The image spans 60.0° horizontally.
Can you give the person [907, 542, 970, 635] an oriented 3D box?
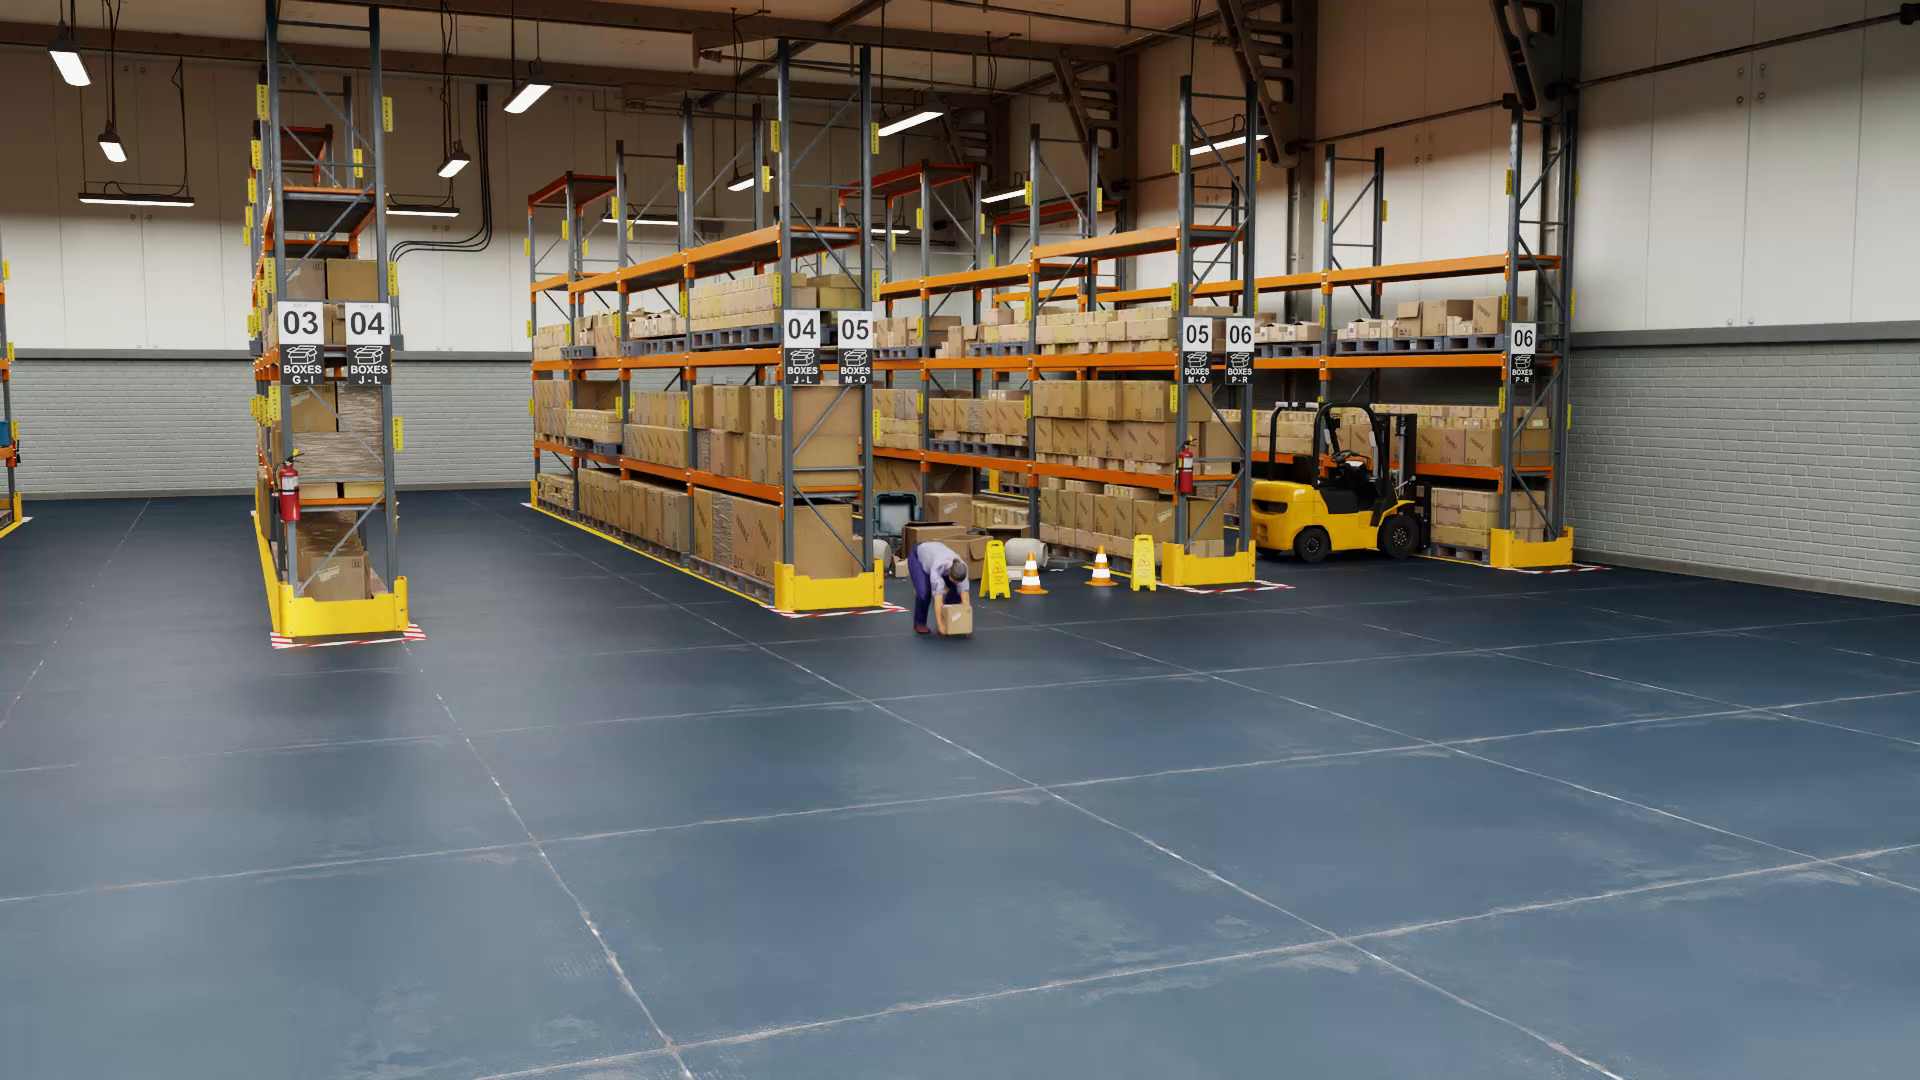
[{"bbox_3d":[-0.179,0.474,16.172,0.502,0.881,0.898,-3,6,-26],"label":"person"}]
